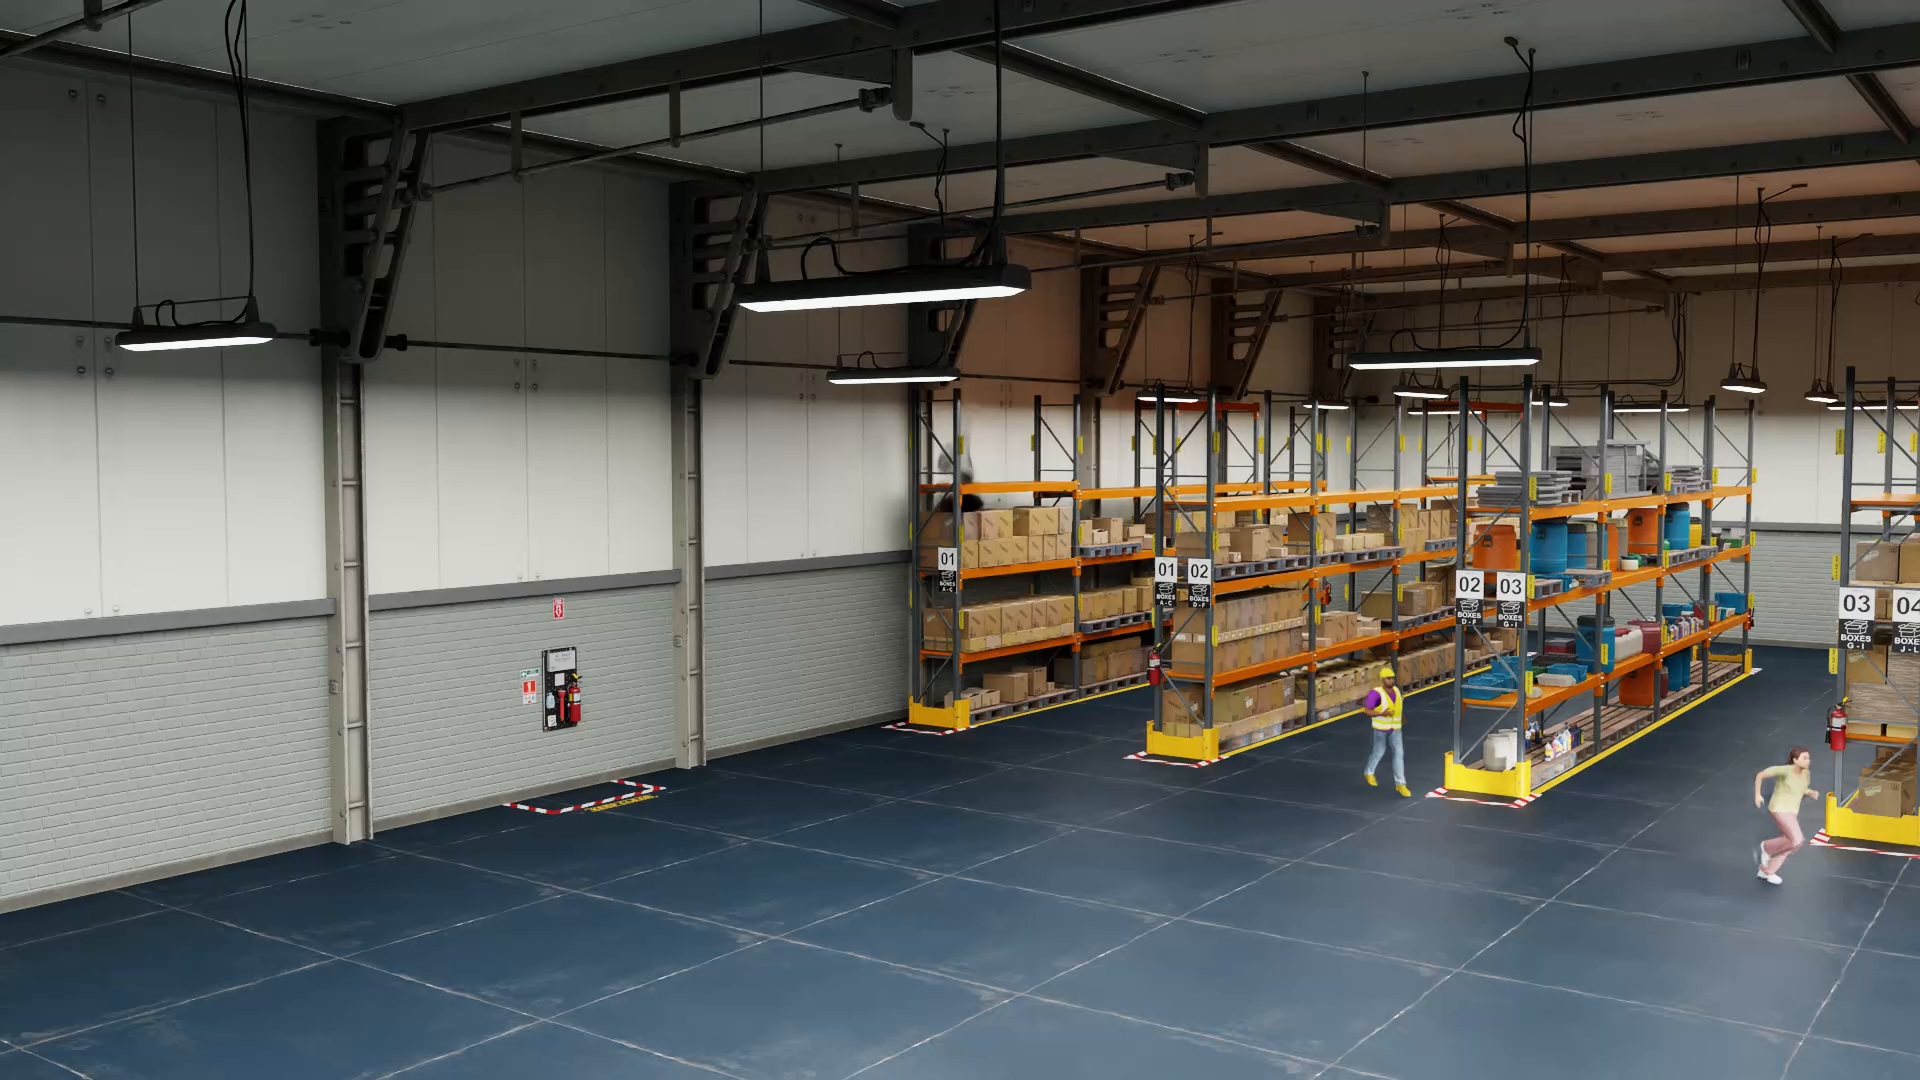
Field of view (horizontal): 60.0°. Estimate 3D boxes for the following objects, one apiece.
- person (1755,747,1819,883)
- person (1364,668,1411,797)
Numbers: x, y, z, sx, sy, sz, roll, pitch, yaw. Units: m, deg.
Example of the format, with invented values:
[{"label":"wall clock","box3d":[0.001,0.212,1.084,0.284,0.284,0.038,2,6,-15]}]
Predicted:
[{"label":"person","box3d":[9.434,3.130,18.940,0.569,1.594,0.681,-2,4,-27]},{"label":"person","box3d":[6.126,2.722,23.887,0.703,1.769,0.962,-1,3,-15]}]
